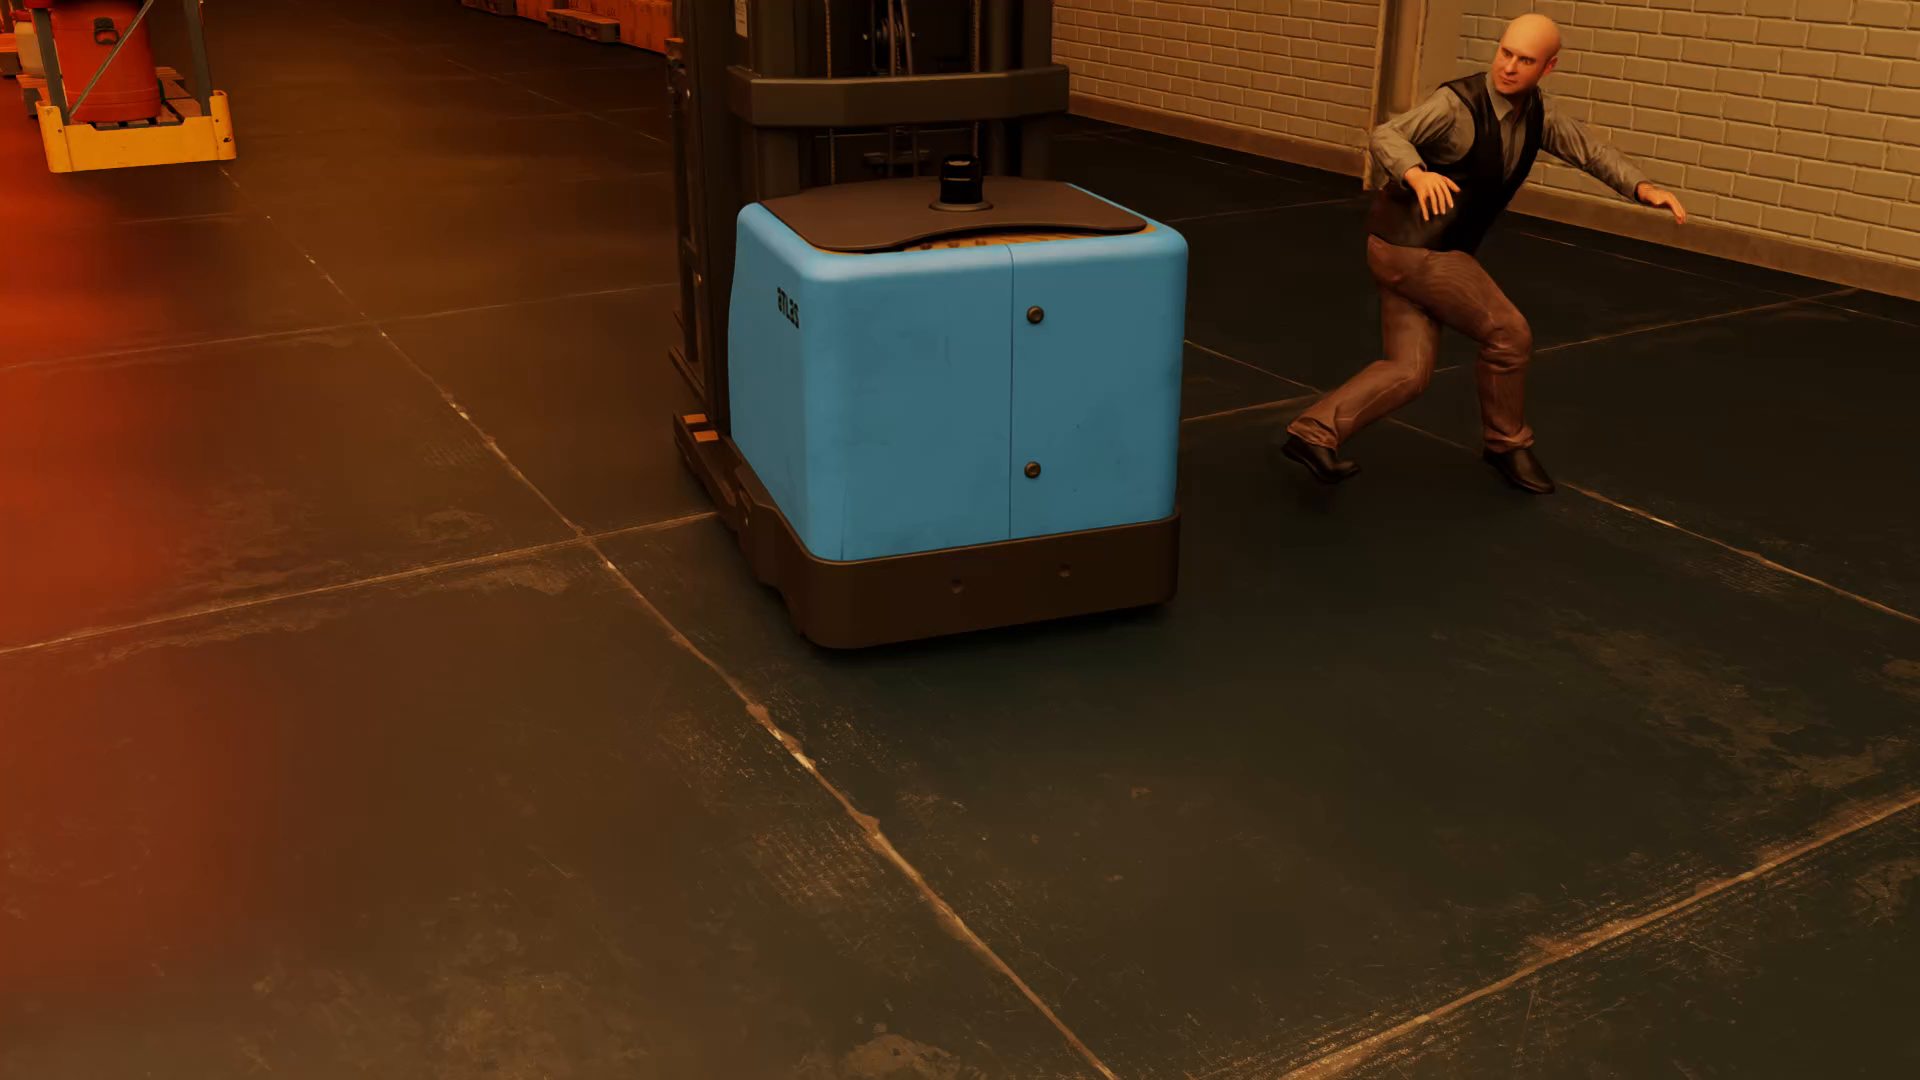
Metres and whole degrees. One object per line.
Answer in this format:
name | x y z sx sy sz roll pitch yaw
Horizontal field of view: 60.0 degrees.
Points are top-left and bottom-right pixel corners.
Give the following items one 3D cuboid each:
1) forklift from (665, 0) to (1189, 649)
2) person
forklift | -0.362 -1.606 5.187 1.130 2.935 3.031 -7 23 -18
person | 1.650 -0.844 5.215 1.065 1.530 0.909 12 25 28
